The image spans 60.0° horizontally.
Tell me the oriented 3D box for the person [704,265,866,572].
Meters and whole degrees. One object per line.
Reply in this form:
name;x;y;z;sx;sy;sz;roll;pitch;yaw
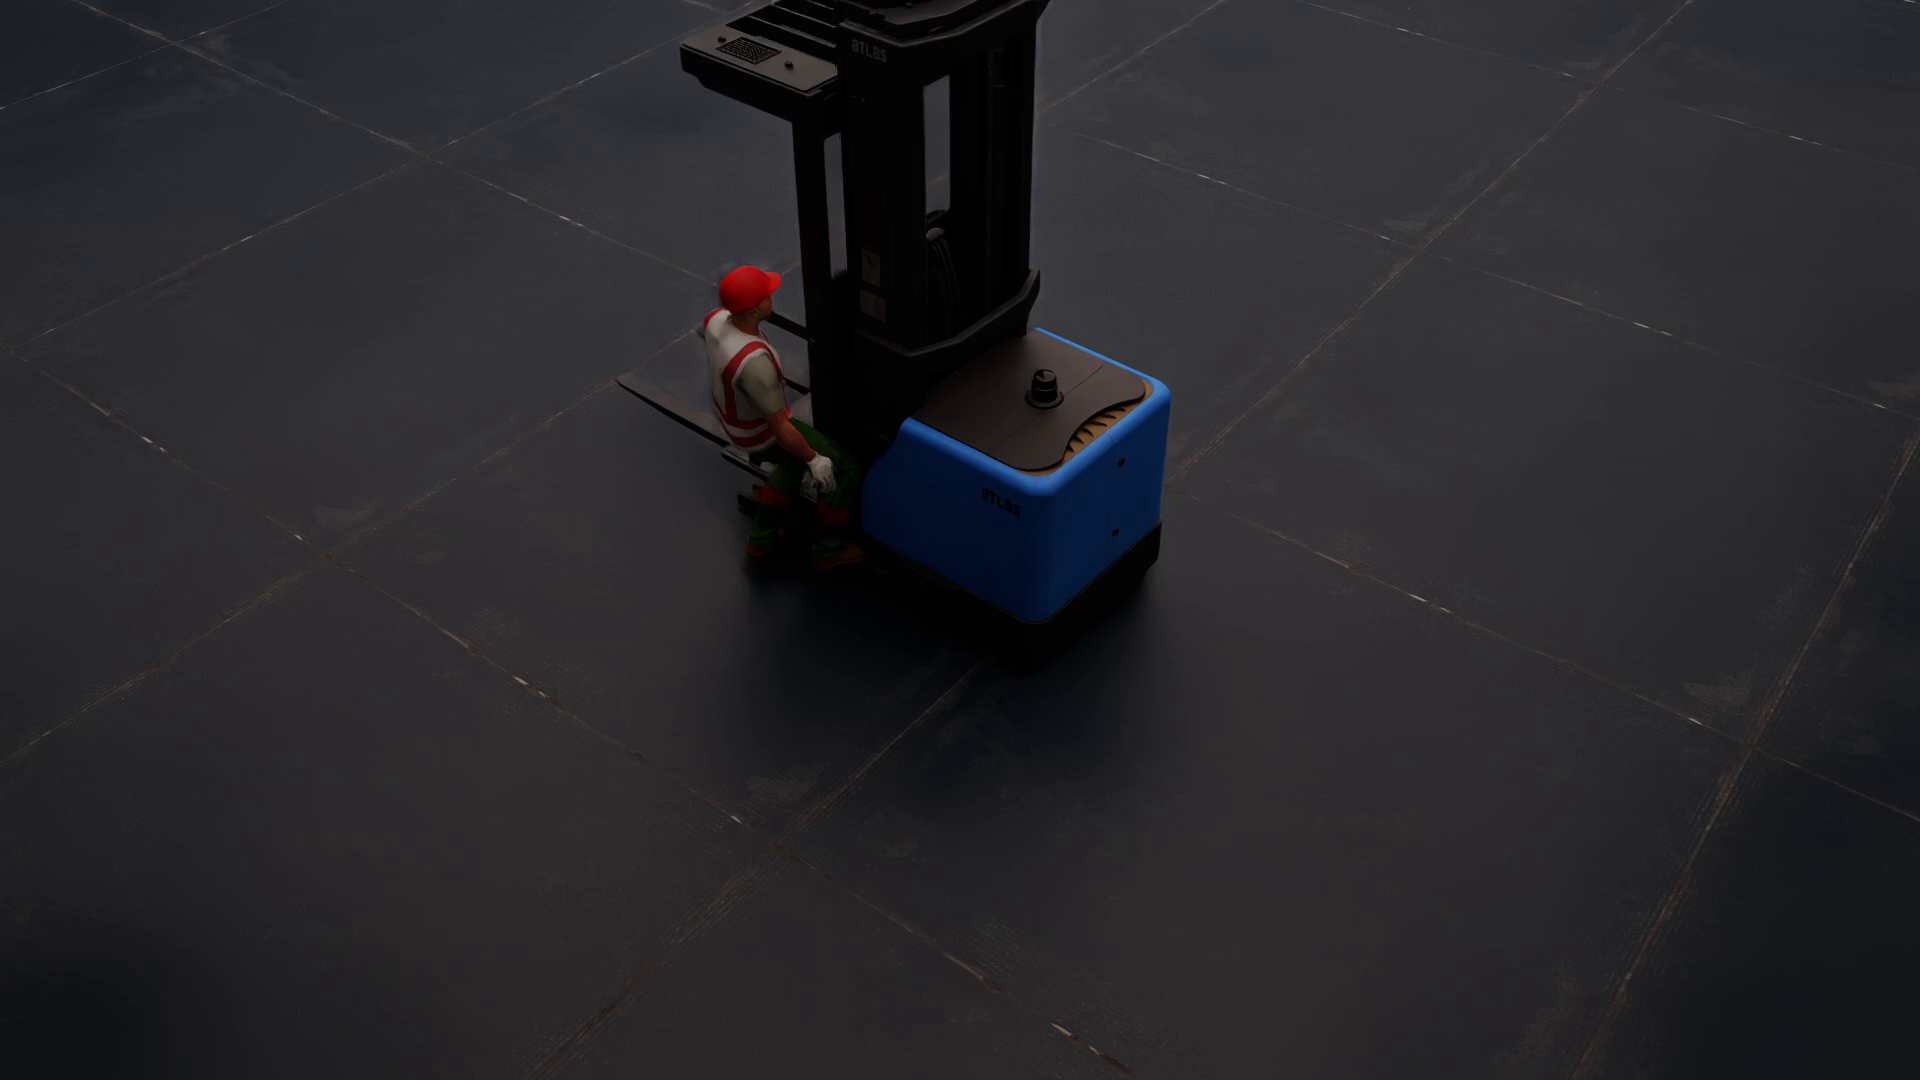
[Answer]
person;-0.793;-0.540;7.623;0.610;1.687;0.778;-17;43;-18

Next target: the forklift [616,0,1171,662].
forklift;-0.490;-1.363;7.672;3.031;2.935;1.130;28;48;29
